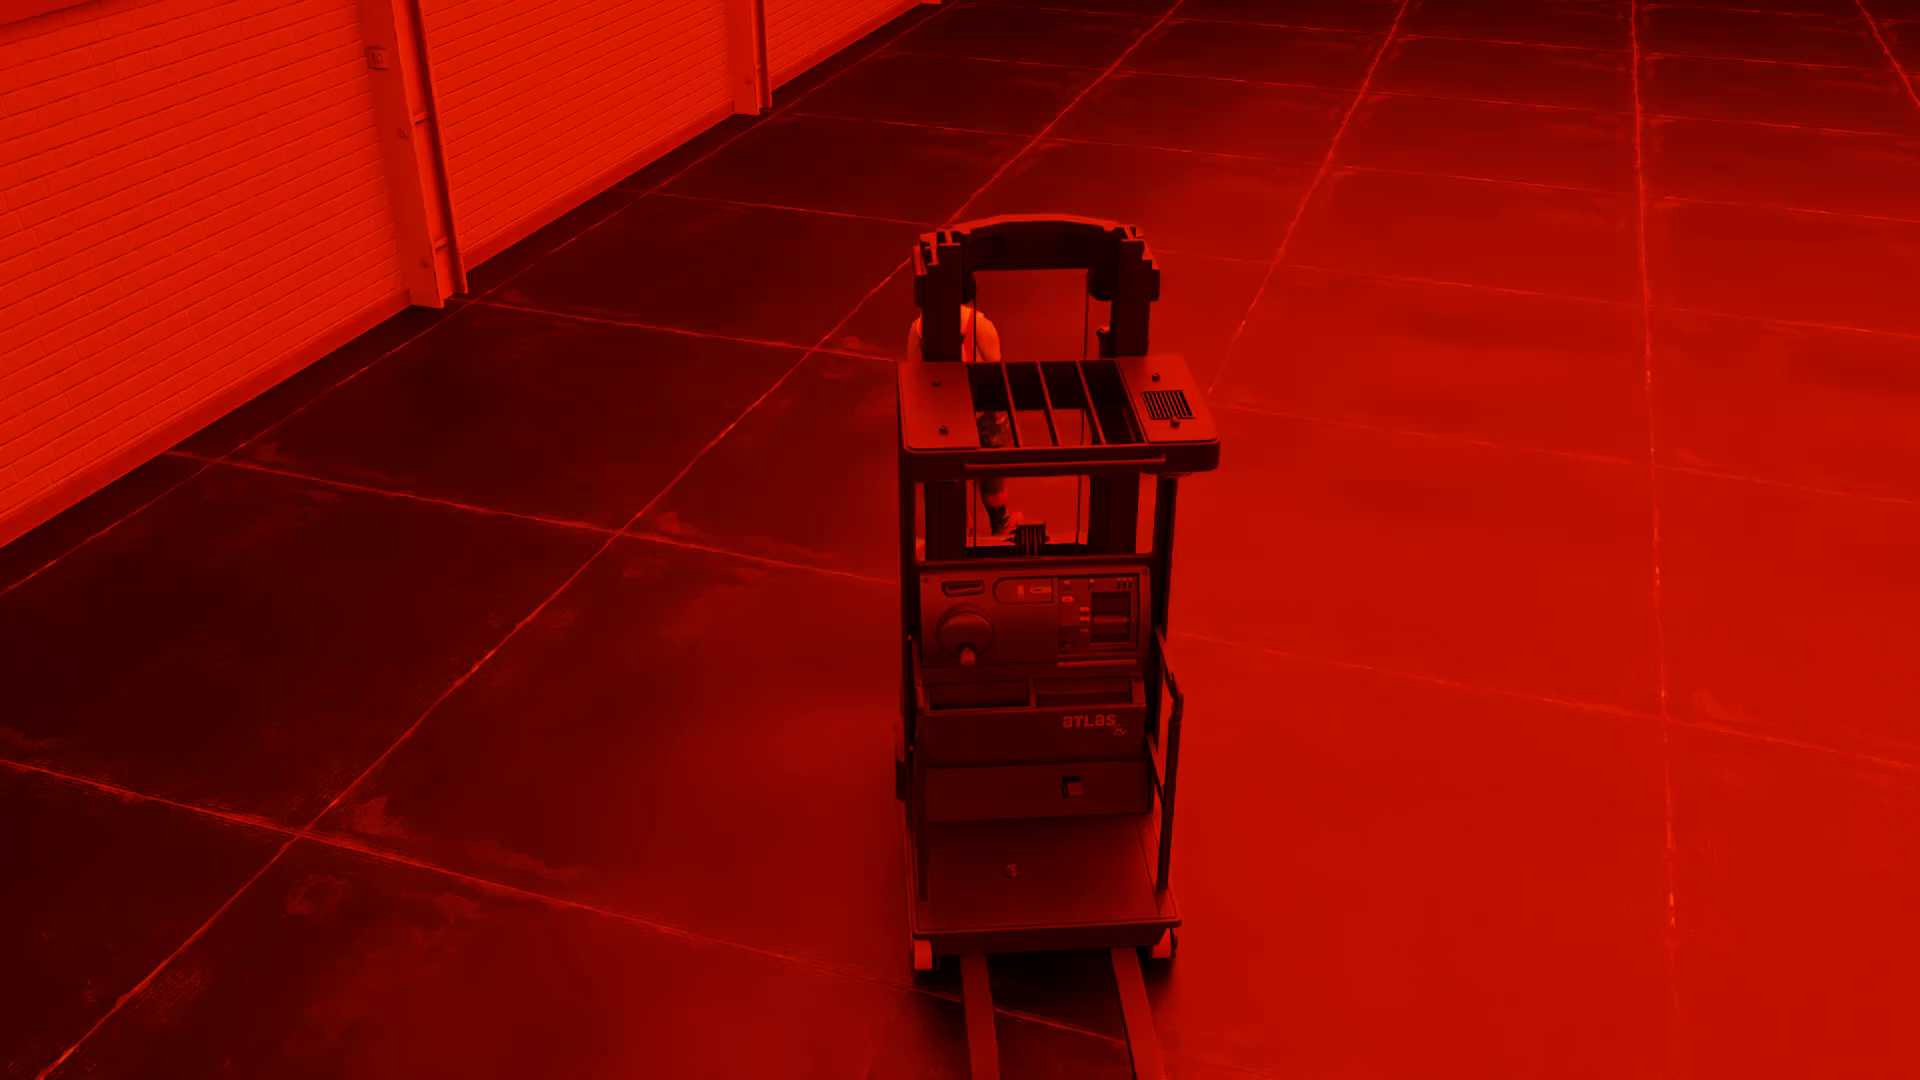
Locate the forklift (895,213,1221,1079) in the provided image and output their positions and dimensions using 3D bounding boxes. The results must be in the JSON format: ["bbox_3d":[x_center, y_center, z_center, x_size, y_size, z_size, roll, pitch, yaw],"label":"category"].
[{"bbox_3d":[0.322,0.352,6.519,1.130,2.935,3.031,-2,30,-3],"label":"forklift"}]

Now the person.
[{"bbox_3d":[0.038,-0.819,9.711,0.637,1.787,0.564,10,31,16],"label":"person"}]
